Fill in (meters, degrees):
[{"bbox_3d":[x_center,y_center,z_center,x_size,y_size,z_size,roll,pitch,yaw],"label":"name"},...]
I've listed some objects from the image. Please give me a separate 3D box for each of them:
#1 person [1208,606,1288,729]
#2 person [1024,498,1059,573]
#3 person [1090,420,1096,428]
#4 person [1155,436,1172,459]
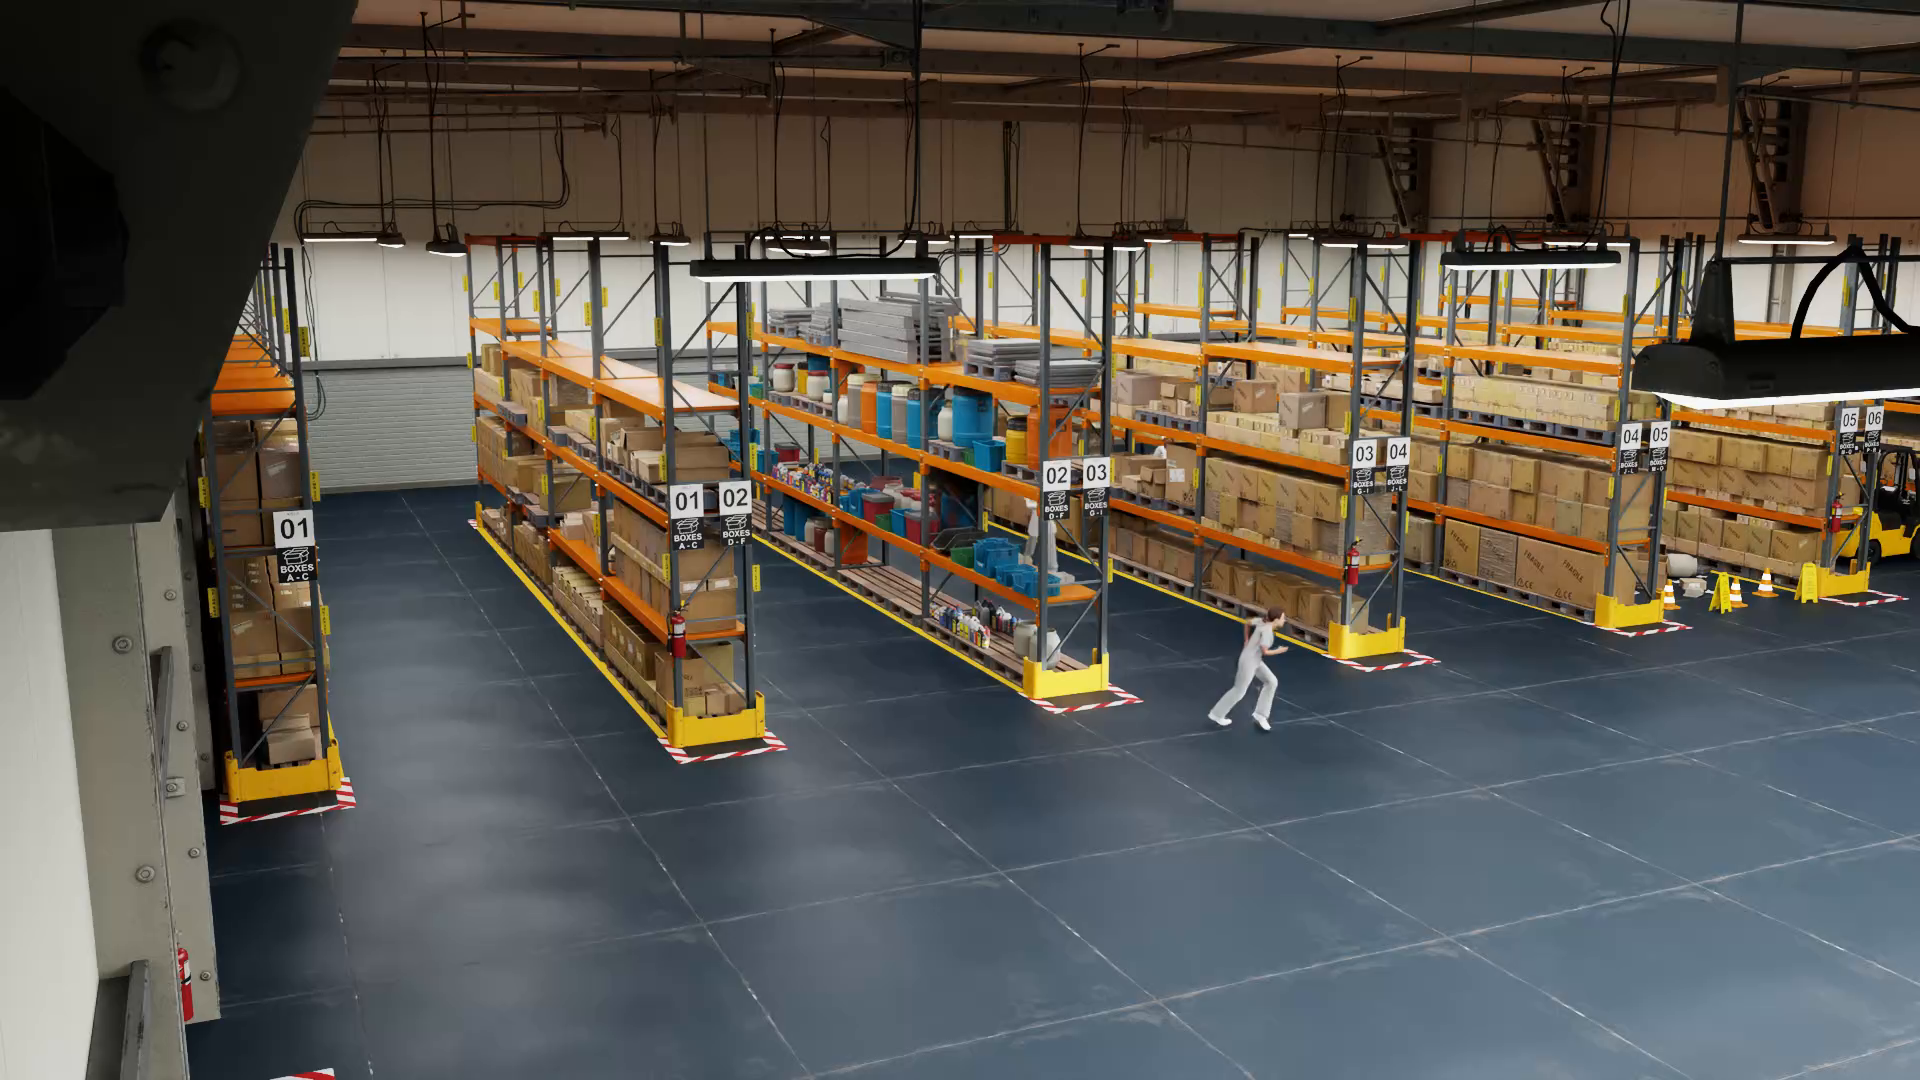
[{"bbox_3d":[3.615,1.604,20.835,0.954,1.605,0.598,1,11,5],"label":"person"},{"bbox_3d":[1.400,-0.293,28.327,0.692,1.815,0.947,-6,13,-30],"label":"person"},{"bbox_3d":[3.136,-2.365,41.032,0.581,1.665,0.604,9,14,40],"label":"person"},{"bbox_3d":[4.482,-1.404,35.754,0.690,1.815,0.871,-4,12,-20],"label":"person"}]
